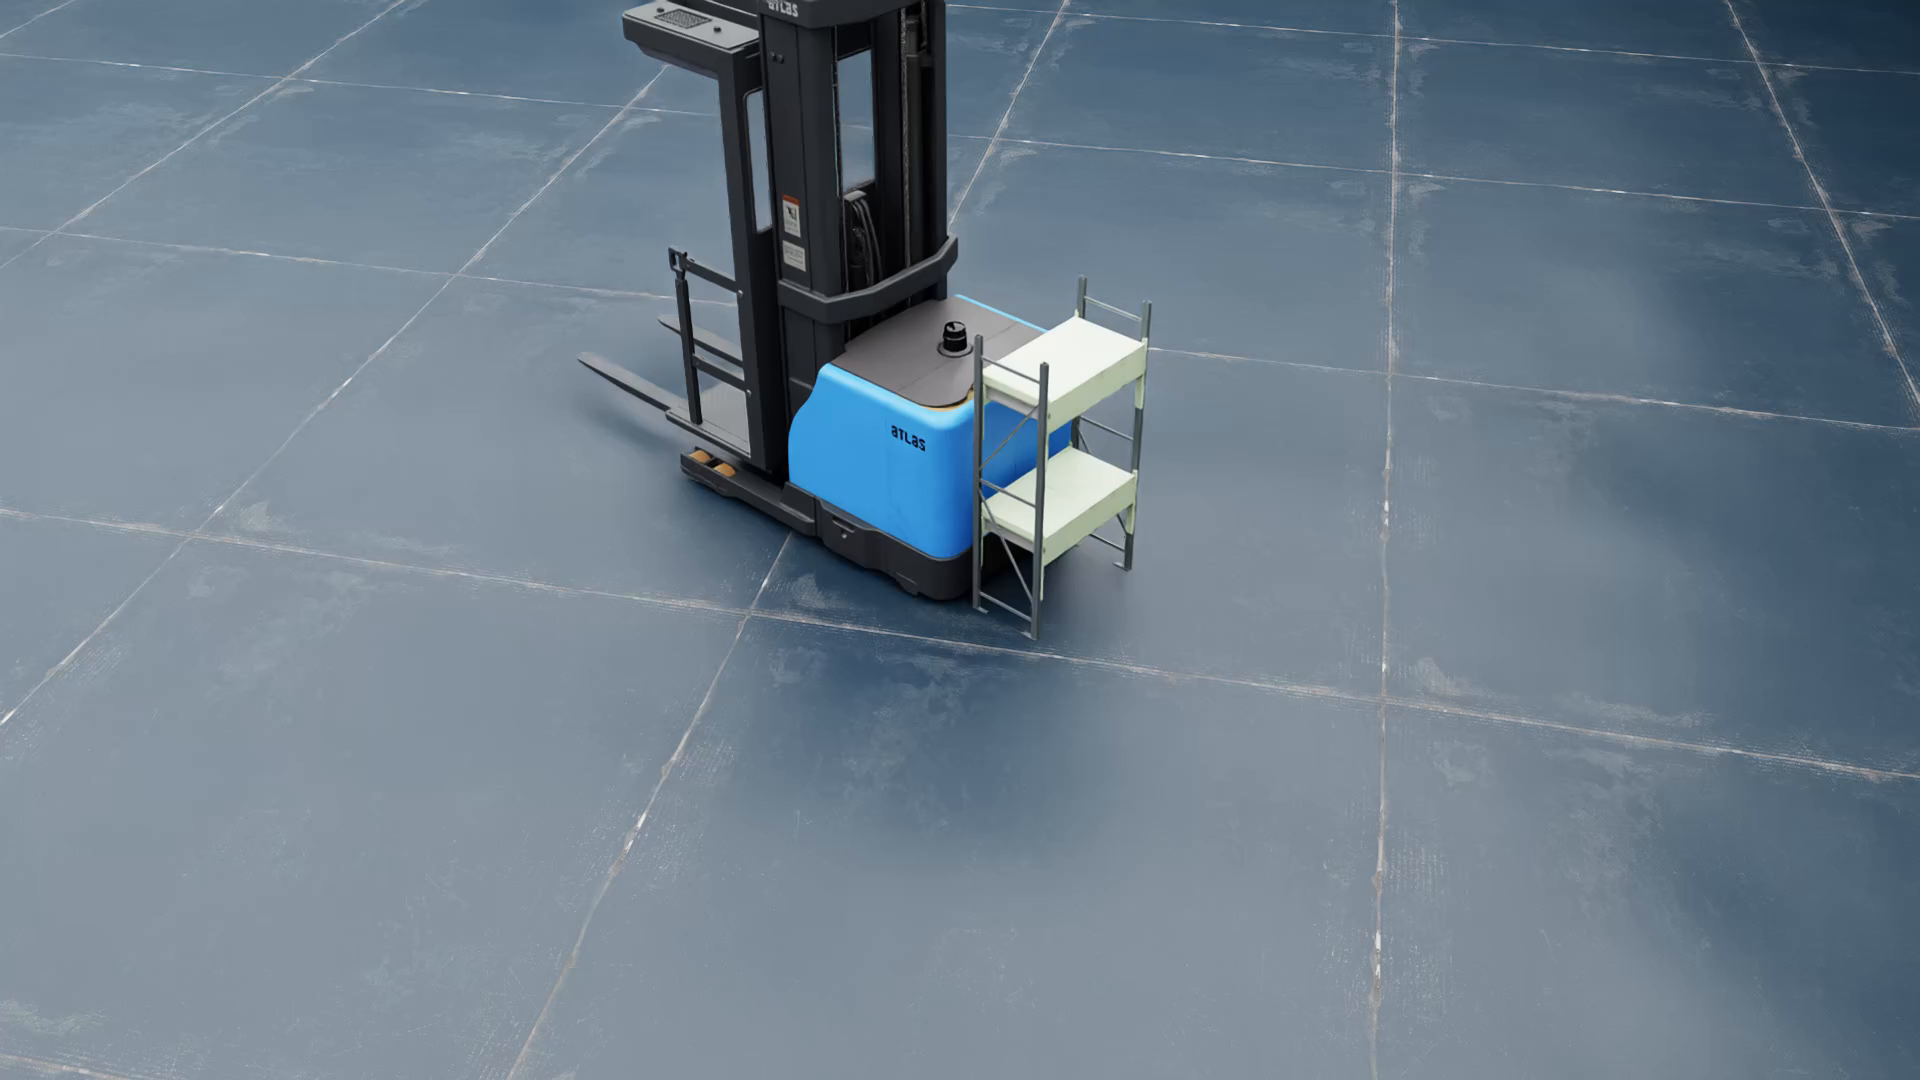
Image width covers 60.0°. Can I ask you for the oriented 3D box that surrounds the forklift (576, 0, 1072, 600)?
[{"bbox_3d":[-0.862,-1.631,8.273,3.031,2.935,1.130,27,44,32],"label":"forklift"}]

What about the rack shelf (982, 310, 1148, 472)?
[{"bbox_3d":[0.459,-0.684,7.521,0.431,0.370,0.720,27,44,32],"label":"rack shelf"}]

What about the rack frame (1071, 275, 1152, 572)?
[{"bbox_3d":[0.701,-0.530,7.973,0.400,1.500,0.023,27,44,32],"label":"rack frame"}]

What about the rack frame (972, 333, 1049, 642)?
[{"bbox_3d":[0.218,-0.207,7.528,0.400,1.500,0.023,27,44,32],"label":"rack frame"}]

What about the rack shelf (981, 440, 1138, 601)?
[{"bbox_3d":[0.459,-0.105,7.942,0.431,0.370,0.720,27,44,32],"label":"rack shelf"}]

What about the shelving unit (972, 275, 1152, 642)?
[{"bbox_3d":[0.459,-0.369,7.750,0.431,1.500,0.755,27,44,32],"label":"shelving unit"}]
